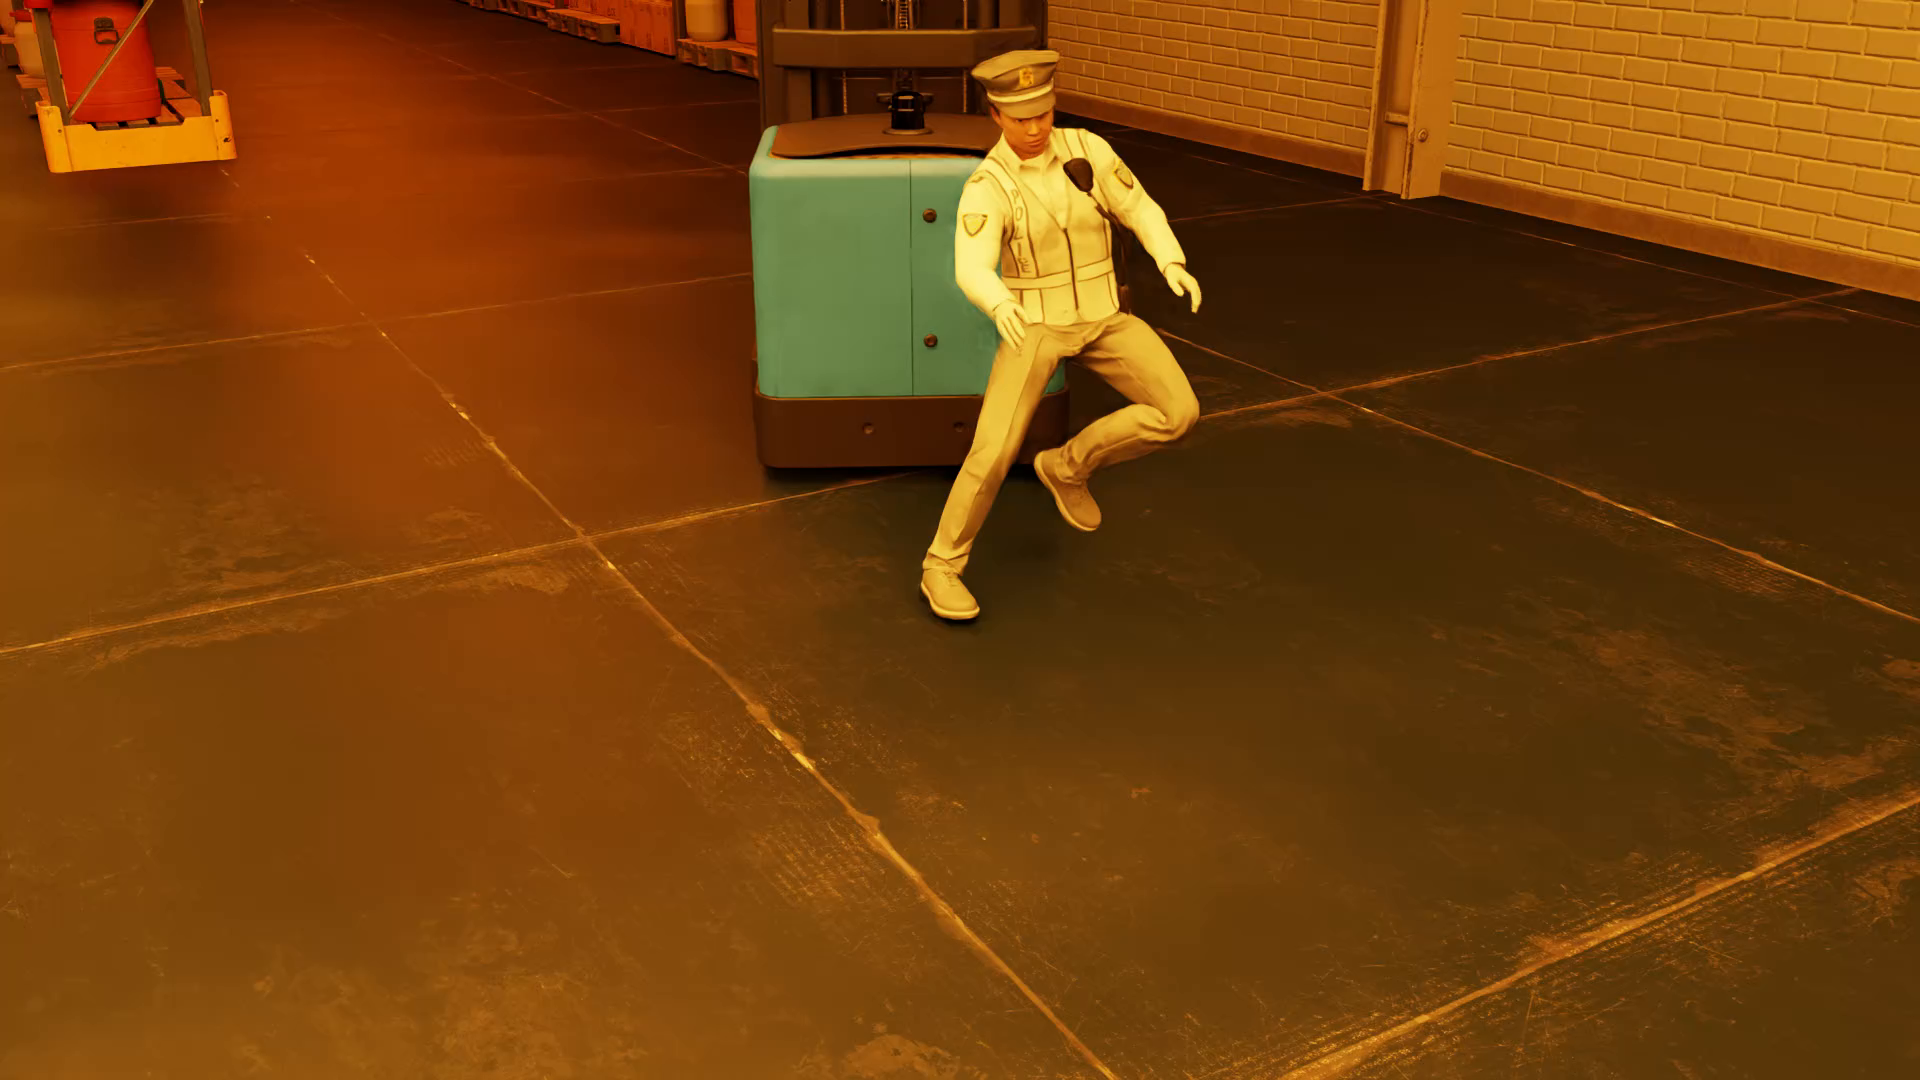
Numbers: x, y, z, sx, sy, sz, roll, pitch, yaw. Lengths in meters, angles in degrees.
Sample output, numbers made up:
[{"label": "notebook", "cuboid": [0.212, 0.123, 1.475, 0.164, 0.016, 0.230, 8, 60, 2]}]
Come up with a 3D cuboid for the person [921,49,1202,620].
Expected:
[{"label": "person", "cuboid": [0.263, -0.557, 4.540, 0.774, 1.471, 0.716, -7, 23, -16]}]

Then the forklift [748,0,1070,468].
[{"label": "forklift", "cuboid": [-0.229, -2.109, 6.414, 1.130, 2.935, 3.031, -1, 22, -3]}]
